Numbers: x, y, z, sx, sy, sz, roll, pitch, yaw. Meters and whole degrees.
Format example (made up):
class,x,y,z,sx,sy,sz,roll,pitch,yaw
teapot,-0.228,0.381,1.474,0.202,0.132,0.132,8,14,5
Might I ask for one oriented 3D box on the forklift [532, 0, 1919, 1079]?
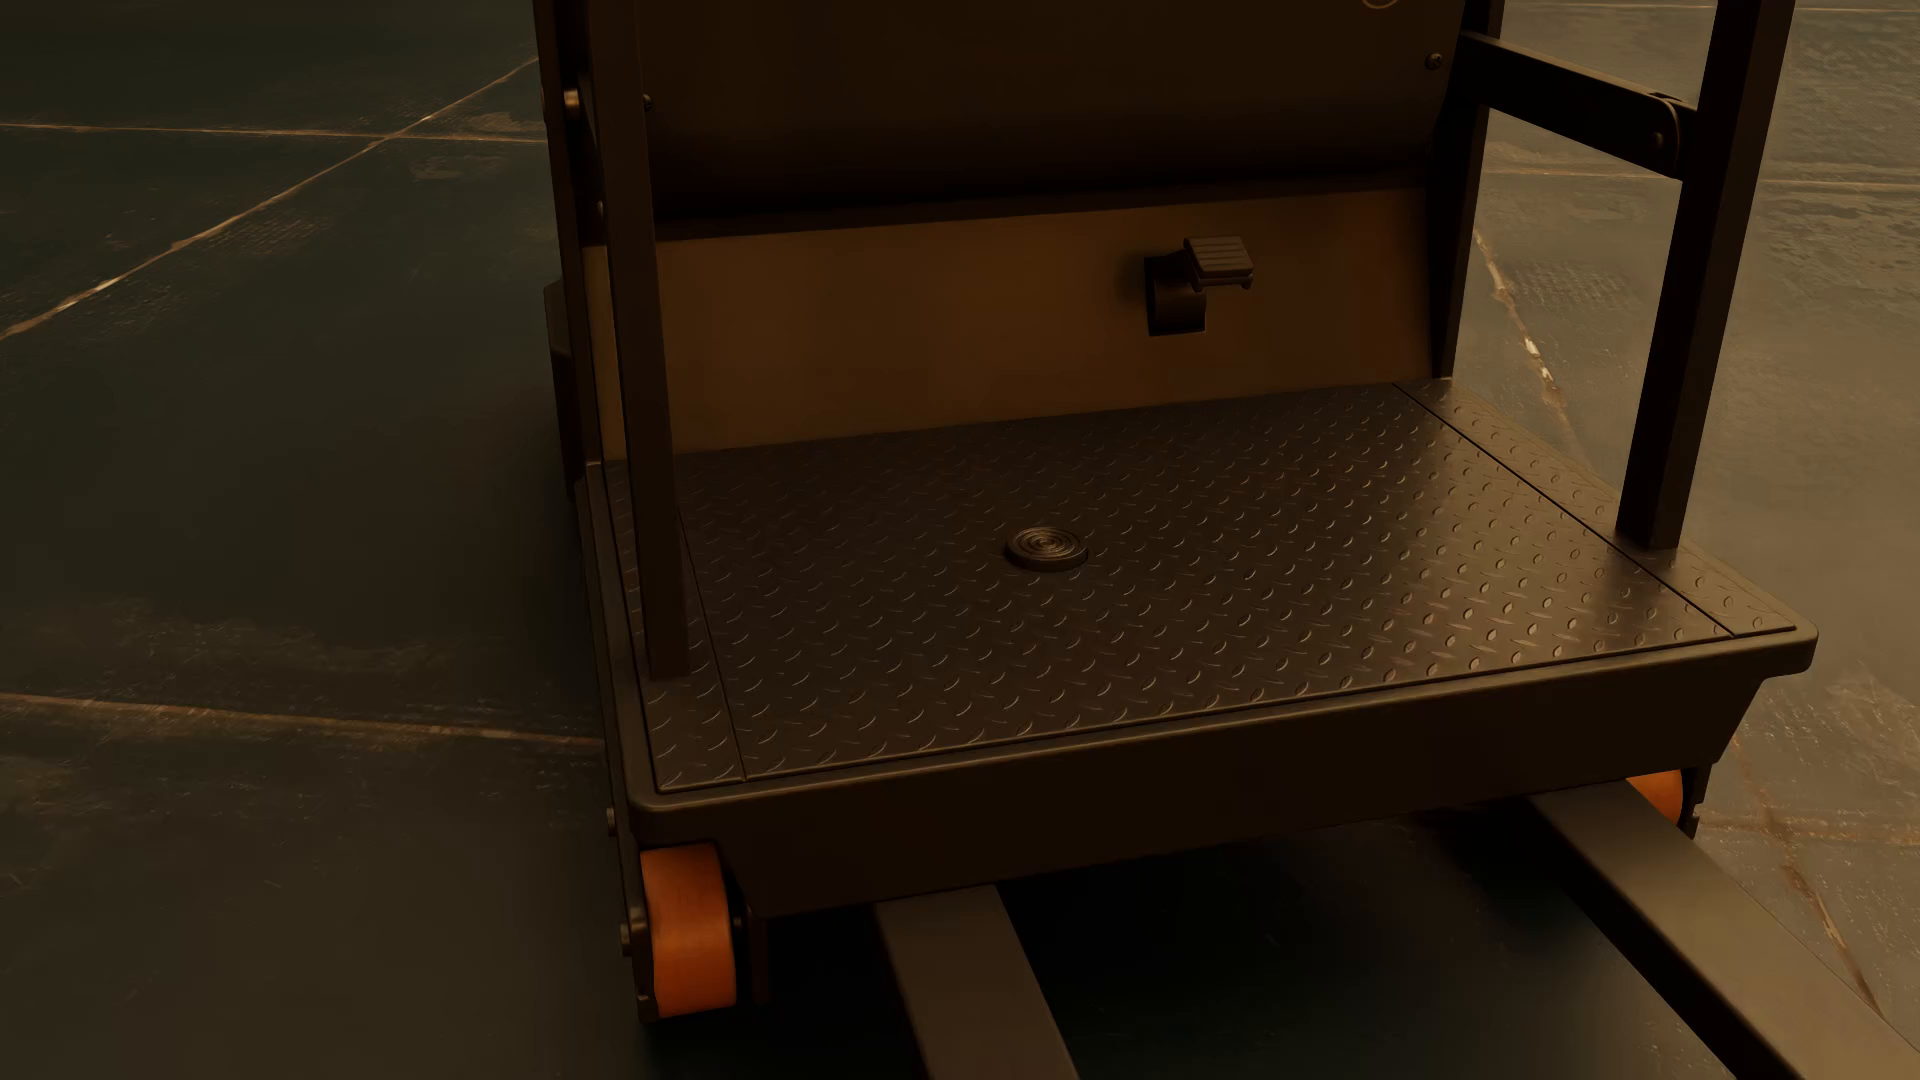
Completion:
class,x,y,z,sx,sy,sz,roll,pitch,yaw
forklift,0.153,-1.049,1.319,1.130,2.935,3.031,-7,27,-13
